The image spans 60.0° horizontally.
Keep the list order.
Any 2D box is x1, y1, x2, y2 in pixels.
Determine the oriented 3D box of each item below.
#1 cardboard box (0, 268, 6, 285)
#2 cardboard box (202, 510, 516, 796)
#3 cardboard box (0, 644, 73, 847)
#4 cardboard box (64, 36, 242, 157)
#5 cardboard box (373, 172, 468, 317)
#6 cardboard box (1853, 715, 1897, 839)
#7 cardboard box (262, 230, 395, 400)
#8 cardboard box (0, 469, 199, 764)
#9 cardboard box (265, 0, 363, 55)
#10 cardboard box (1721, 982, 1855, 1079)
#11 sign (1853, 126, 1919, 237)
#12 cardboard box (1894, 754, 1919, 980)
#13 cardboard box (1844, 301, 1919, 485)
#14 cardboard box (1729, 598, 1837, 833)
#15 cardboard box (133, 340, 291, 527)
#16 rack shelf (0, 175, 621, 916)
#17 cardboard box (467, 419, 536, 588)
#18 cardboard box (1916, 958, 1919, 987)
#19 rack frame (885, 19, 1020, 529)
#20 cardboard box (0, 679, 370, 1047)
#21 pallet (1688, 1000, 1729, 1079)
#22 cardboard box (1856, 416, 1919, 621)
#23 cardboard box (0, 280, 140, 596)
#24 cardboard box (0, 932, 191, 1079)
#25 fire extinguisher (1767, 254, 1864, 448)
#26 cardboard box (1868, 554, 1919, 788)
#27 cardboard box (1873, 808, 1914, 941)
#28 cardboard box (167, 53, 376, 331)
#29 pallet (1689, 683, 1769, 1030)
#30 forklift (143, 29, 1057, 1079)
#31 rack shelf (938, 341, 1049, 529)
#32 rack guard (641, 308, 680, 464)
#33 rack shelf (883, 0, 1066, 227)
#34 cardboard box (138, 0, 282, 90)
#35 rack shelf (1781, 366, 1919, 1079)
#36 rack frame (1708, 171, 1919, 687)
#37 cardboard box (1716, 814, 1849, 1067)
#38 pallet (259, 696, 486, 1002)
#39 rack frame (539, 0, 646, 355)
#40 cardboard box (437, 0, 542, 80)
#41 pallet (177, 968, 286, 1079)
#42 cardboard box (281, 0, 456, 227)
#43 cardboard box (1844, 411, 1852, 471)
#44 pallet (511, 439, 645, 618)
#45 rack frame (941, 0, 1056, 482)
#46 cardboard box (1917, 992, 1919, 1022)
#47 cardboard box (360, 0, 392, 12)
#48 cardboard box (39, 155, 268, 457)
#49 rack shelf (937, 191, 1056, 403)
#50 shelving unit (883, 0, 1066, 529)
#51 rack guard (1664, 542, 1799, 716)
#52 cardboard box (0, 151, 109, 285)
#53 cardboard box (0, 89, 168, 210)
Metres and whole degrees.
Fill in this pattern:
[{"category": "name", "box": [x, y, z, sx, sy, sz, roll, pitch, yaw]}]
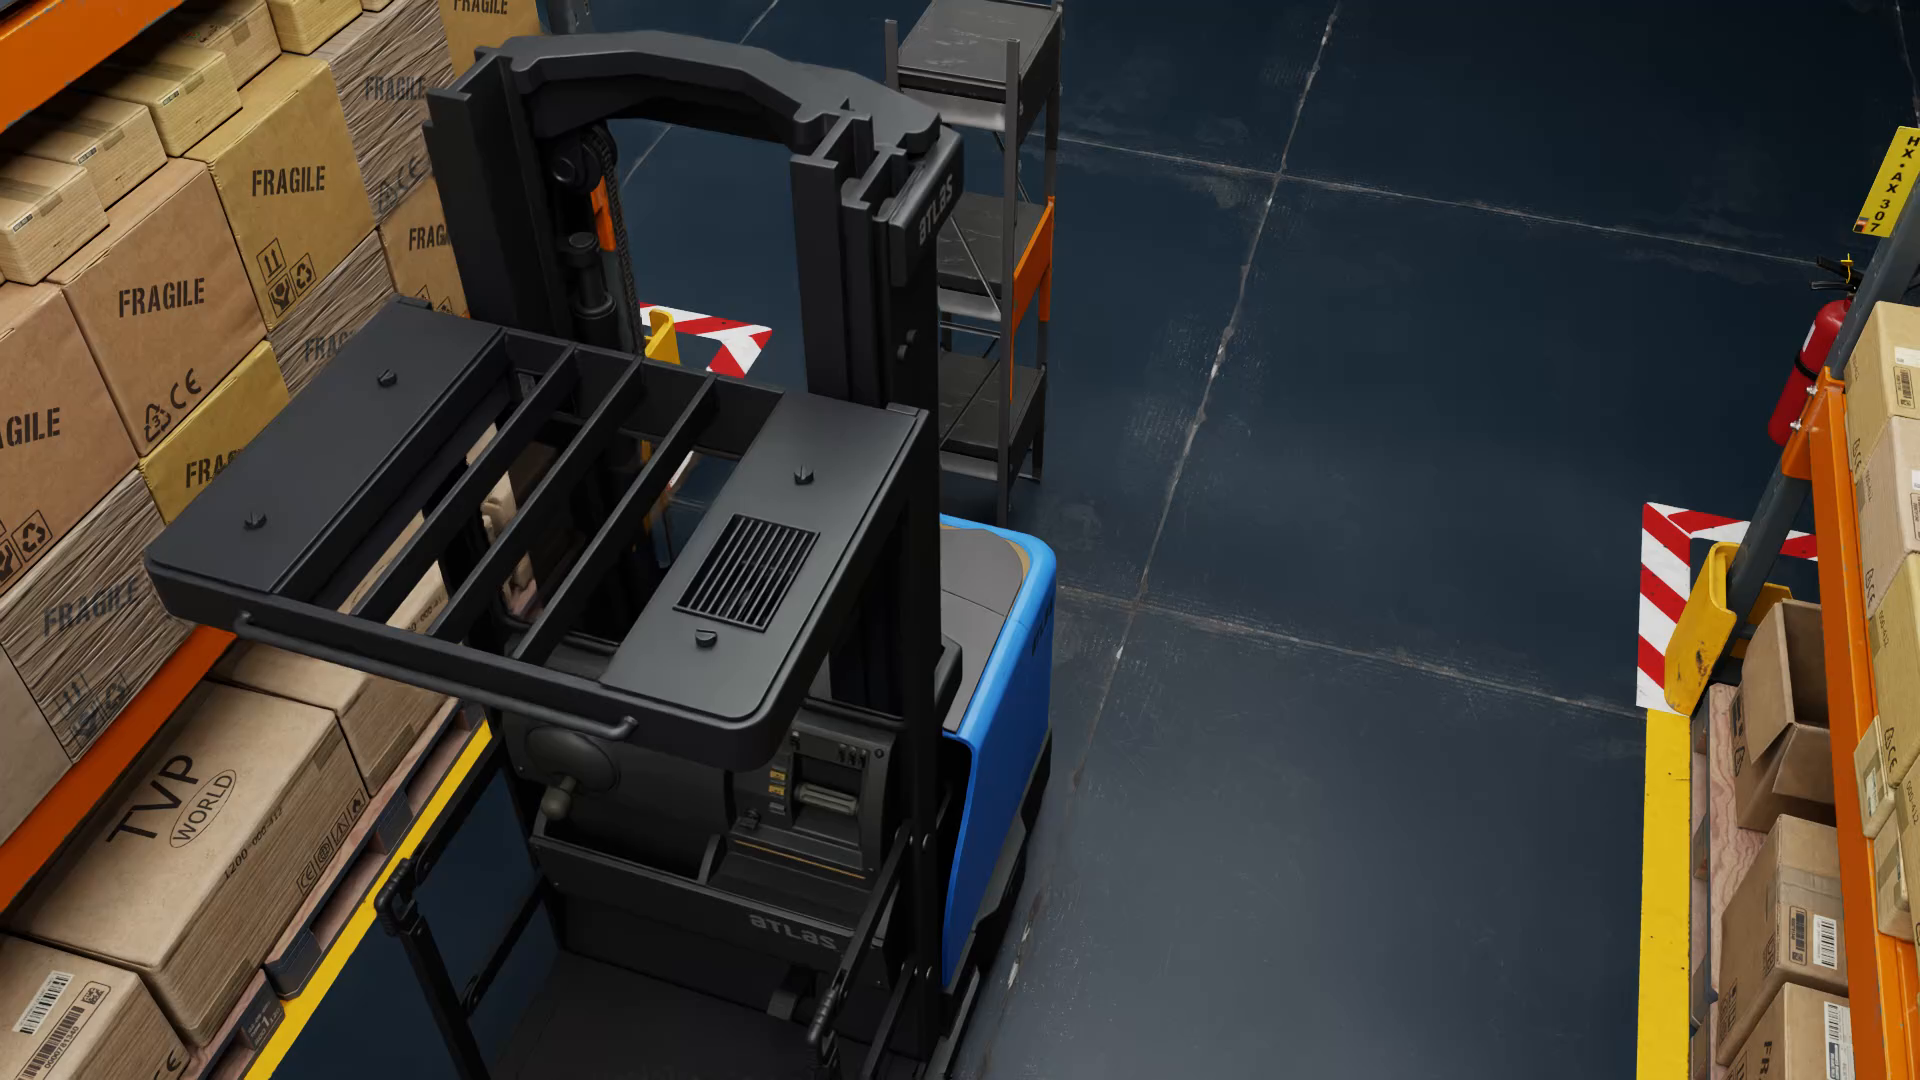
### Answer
[{"category": "cardboard box", "box": [-2.232, -0.559, 3.426, 0.380, 0.149, 0.250, 12, 46, 12]}, {"category": "cardboard box", "box": [-2.077, 0.256, 5.375, 0.875, 0.438, 0.875, 14, 46, 14]}, {"category": "cardboard box", "box": [-2.366, 0.456, 3.568, 0.500, 0.500, 0.500, 13, 46, 13]}, {"category": "cardboard box", "box": [-1.955, -1.064, 3.942, 0.380, 0.149, 0.250, 14, 46, 13]}, {"category": "cardboard box", "box": [-1.763, -0.909, 4.963, 0.500, 0.500, 0.500, 12, 46, 12]}, {"category": "cardboard box", "box": [2.230, 0.565, 3.707, 0.380, 0.149, 0.250, 11, 46, 11]}, {"category": "cardboard box", "box": [-1.910, -0.564, 4.611, 0.500, 0.500, 0.500, 14, 46, 14]}, {"category": "cardboard box", "box": [-2.210, 0.126, 3.905, 0.500, 0.500, 0.500, 13, 46, 13]}, {"category": "cardboard box", "box": [-1.788, -1.403, 4.288, 0.380, 0.149, 0.250, 14, 46, 13]}, {"category": "cardboard box", "box": [2.202, 1.490, 4.070, 0.500, 0.500, 0.500, 13, 46, 13]}, {"category": "sign", "box": [2.512, -0.958, 4.465, 0.100, 0.325, 0.005, 13, 46, 13]}, {"category": "cardboard box", "box": [2.197, 0.679, 3.306, 0.500, 0.250, 0.500, 11, 46, 11]}, {"category": "cardboard box", "box": [2.635, -0.341, 4.348, 0.500, 0.250, 0.500, 13, 46, 13]}, {"category": "cardboard box", "box": [2.753, 0.596, 4.981, 0.797, 0.503, 0.637, 11, 45, 11]}, {"category": "cardboard box", "box": [-2.054, -0.218, 4.256, 0.500, 0.500, 0.500, 14, 46, 14]}, {"category": "rack shelf", "box": [-2.309, 0.008, 4.612, 1.077, 0.370, 4.000, 13, 46, 13]}, {"category": "cardboard box", "box": [-1.808, -0.356, 6.001, 0.875, 0.438, 0.875, 11, 45, 11]}, {"category": "cardboard box", "box": [2.157, 0.931, 3.333, 0.380, 0.149, 0.250, 12, 46, 12]}, {"category": "rack frame", "box": [-0.024, -0.698, 5.462, 0.400, 2.100, 0.015, 13, 46, 12]}, {"category": "cardboard box", "box": [-2.351, 0.857, 4.762, 0.875, 0.438, 0.875, 11, 45, 11]}, {"category": "pallet", "box": [2.394, 1.856, 4.203, 1.003, 0.211, 1.213, 13, 46, 13]}, {"category": "cardboard box", "box": [2.482, -0.005, 4.005, 0.500, 0.250, 0.500, 13, 46, 13]}, {"category": "cardboard box", "box": [-2.215, -0.250, 3.574, 0.500, 0.500, 0.500, 13, 46, 13]}, {"category": "cardboard box", "box": [-2.622, 1.453, 4.152, 0.875, 0.438, 0.875, 12, 46, 12]}, {"category": "fire extinguisher", "box": [2.633, -0.569, 5.008, 0.296, 0.674, 0.183, 13, 46, 13]}, {"category": "cardboard box", "box": [2.332, 0.334, 3.659, 0.500, 0.250, 0.500, 12, 46, 12]}, {"category": "cardboard box", "box": [2.170, 0.745, 3.524, 0.380, 0.149, 0.250, 14, 46, 13]}, {"category": "cardboard box", "box": [-1.905, -0.920, 4.259, 0.500, 0.500, 0.500, 12, 46, 12]}, {"category": "pallet", "box": [2.765, 1.045, 5.031, 1.003, 0.211, 1.213, 13, 46, 13]}, {"category": "forklift", "box": [-0.663, 0.588, 3.553, 1.130, 2.935, 3.031, 13, 46, 13]}, {"category": "rack shelf", "box": [0.050, -0.351, 6.127, 0.431, 0.518, 0.480, 13, 46, 12]}, {"category": "rack guard", "box": [-1.696, -0.705, 6.613, 1.175, 0.500, 0.348, 13, 46, 13]}, {"category": "rack shelf", "box": [0.050, -1.351, 5.148, 0.431, 0.518, 0.480, 13, 46, 12]}, {"category": "cardboard box", "box": [-1.935, -1.243, 4.126, 0.380, 0.149, 0.250, 12, 46, 12]}, {"category": "rack shelf", "box": [2.423, 1.056, 3.540, 1.077, 0.370, 4.000, 13, 46, 13]}, {"category": "rack frame", "box": [3.029, -0.534, 4.651, 1.000, 3.000, 0.127, 13, 46, 13]}, {"category": "cardboard box", "box": [2.457, 1.159, 4.408, 0.700, 0.500, 0.500, 14, 46, 14]}, {"category": "pallet", "box": [-2.242, 0.774, 5.308, 1.003, 0.211, 1.213, 13, 46, 12]}, {"category": "rack frame", "box": [-1.703, -1.583, 5.723, 1.000, 3.000, 0.127, 13, 46, 13]}, {"category": "cardboard box", "box": [-1.622, -1.604, 4.958, 0.500, 0.500, 0.500, 14, 46, 14]}, {"category": "pallet", "box": [-2.610, 1.590, 4.474, 1.003, 0.211, 1.213, 13, 46, 13]}, {"category": "cardboard box", "box": [-1.752, -1.249, 4.596, 0.500, 0.500, 0.500, 13, 46, 13]}, {"category": "cardboard box", "box": [2.668, -0.283, 4.574, 0.380, 0.149, 0.250, 12, 46, 12]}, {"category": "pallet", "box": [-1.871, -0.036, 6.136, 1.003, 0.211, 1.213, 13, 46, 13]}, {"category": "rack frame", "box": [0.124, -1.023, 5.795, 0.400, 2.100, 0.015, 13, 46, 12]}, {"category": "cardboard box", "box": [2.040, 1.022, 2.956, 0.500, 0.250, 0.500, 12, 46, 12]}, {"category": "cardboard box", "box": [-1.673, -1.562, 4.451, 0.380, 0.149, 0.250, 12, 46, 12]}, {"category": "cardboard box", "box": [-2.059, -0.586, 3.917, 0.500, 0.500, 0.500, 12, 46, 12]}, {"category": "rack shelf", "box": [0.050, -0.851, 5.638, 0.431, 0.518, 0.480, 13, 46, 12]}, {"category": "shelving unit", "box": [0.050, -0.861, 5.628, 0.431, 2.100, 0.503, 13, 46, 12]}, {"category": "rack guard", "box": [3.006, 0.410, 5.473, 1.175, 0.500, 0.348, 13, 46, 13]}, {"category": "cardboard box", "box": [-2.092, -0.708, 3.579, 0.380, 0.149, 0.250, 13, 46, 13]}, {"category": "cardboard box", "box": [-2.052, -0.893, 3.768, 0.380, 0.149, 0.250, 14, 46, 14]}]
